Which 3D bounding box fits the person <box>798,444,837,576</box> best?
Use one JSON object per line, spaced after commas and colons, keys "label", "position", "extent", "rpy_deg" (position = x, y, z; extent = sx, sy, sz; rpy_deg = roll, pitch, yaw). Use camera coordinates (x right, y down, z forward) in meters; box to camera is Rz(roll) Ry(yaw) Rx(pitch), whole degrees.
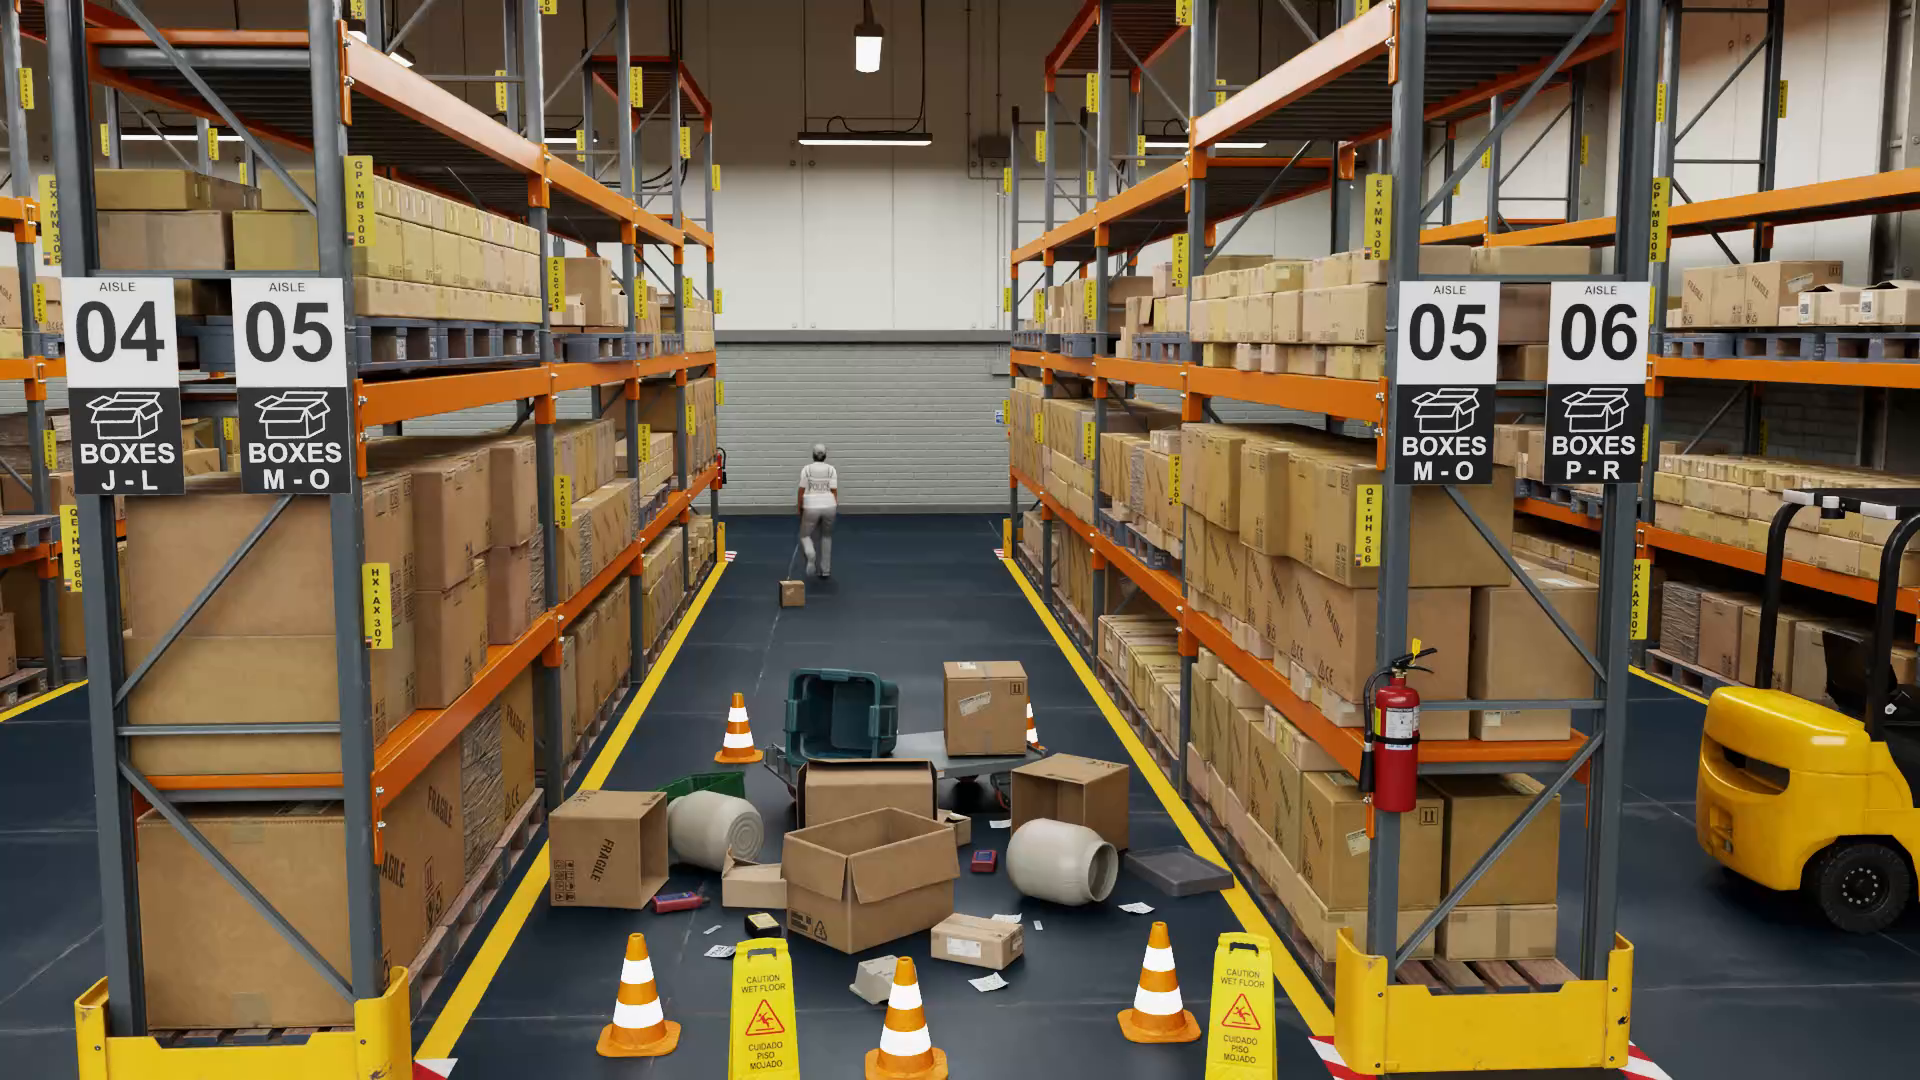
{"label": "person", "position": [-1.747, -0.350, 20.481], "extent": [0.485, 1.648, 0.607], "rpy_deg": [-2, 7, -13]}
